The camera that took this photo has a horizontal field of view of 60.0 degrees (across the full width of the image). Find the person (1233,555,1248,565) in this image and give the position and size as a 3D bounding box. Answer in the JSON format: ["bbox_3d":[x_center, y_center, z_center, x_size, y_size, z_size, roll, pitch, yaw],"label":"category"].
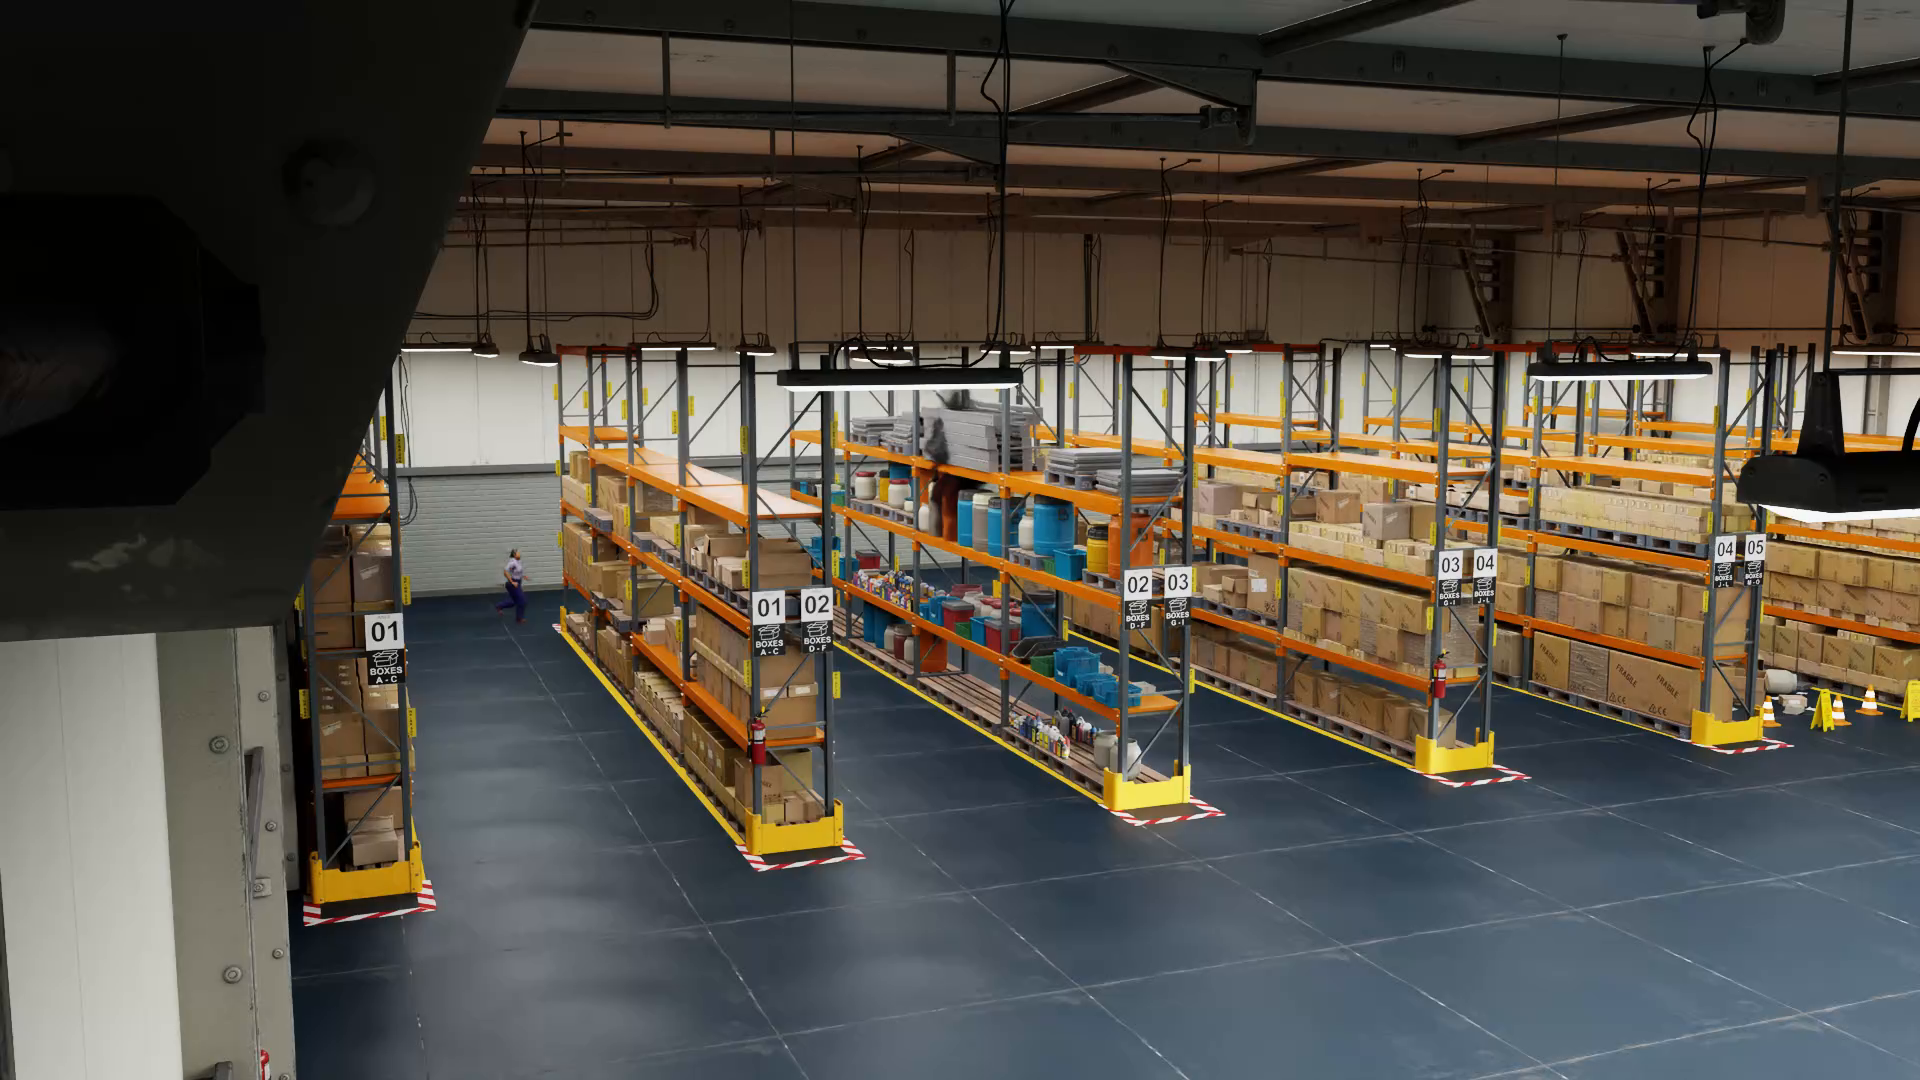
[{"bbox_3d":[7.280,0.084,42.626,0.747,1.754,0.579,-6,9,-39],"label":"person"}]

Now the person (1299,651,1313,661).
[{"bbox_3d":[6.507,1.393,32.071,0.688,1.787,0.798,-5,9,-35],"label":"person"}]

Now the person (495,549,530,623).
[{"bbox_3d":[-9.696,0.995,35.919,0.741,1.606,0.591,0,7,-3],"label":"person"}]
